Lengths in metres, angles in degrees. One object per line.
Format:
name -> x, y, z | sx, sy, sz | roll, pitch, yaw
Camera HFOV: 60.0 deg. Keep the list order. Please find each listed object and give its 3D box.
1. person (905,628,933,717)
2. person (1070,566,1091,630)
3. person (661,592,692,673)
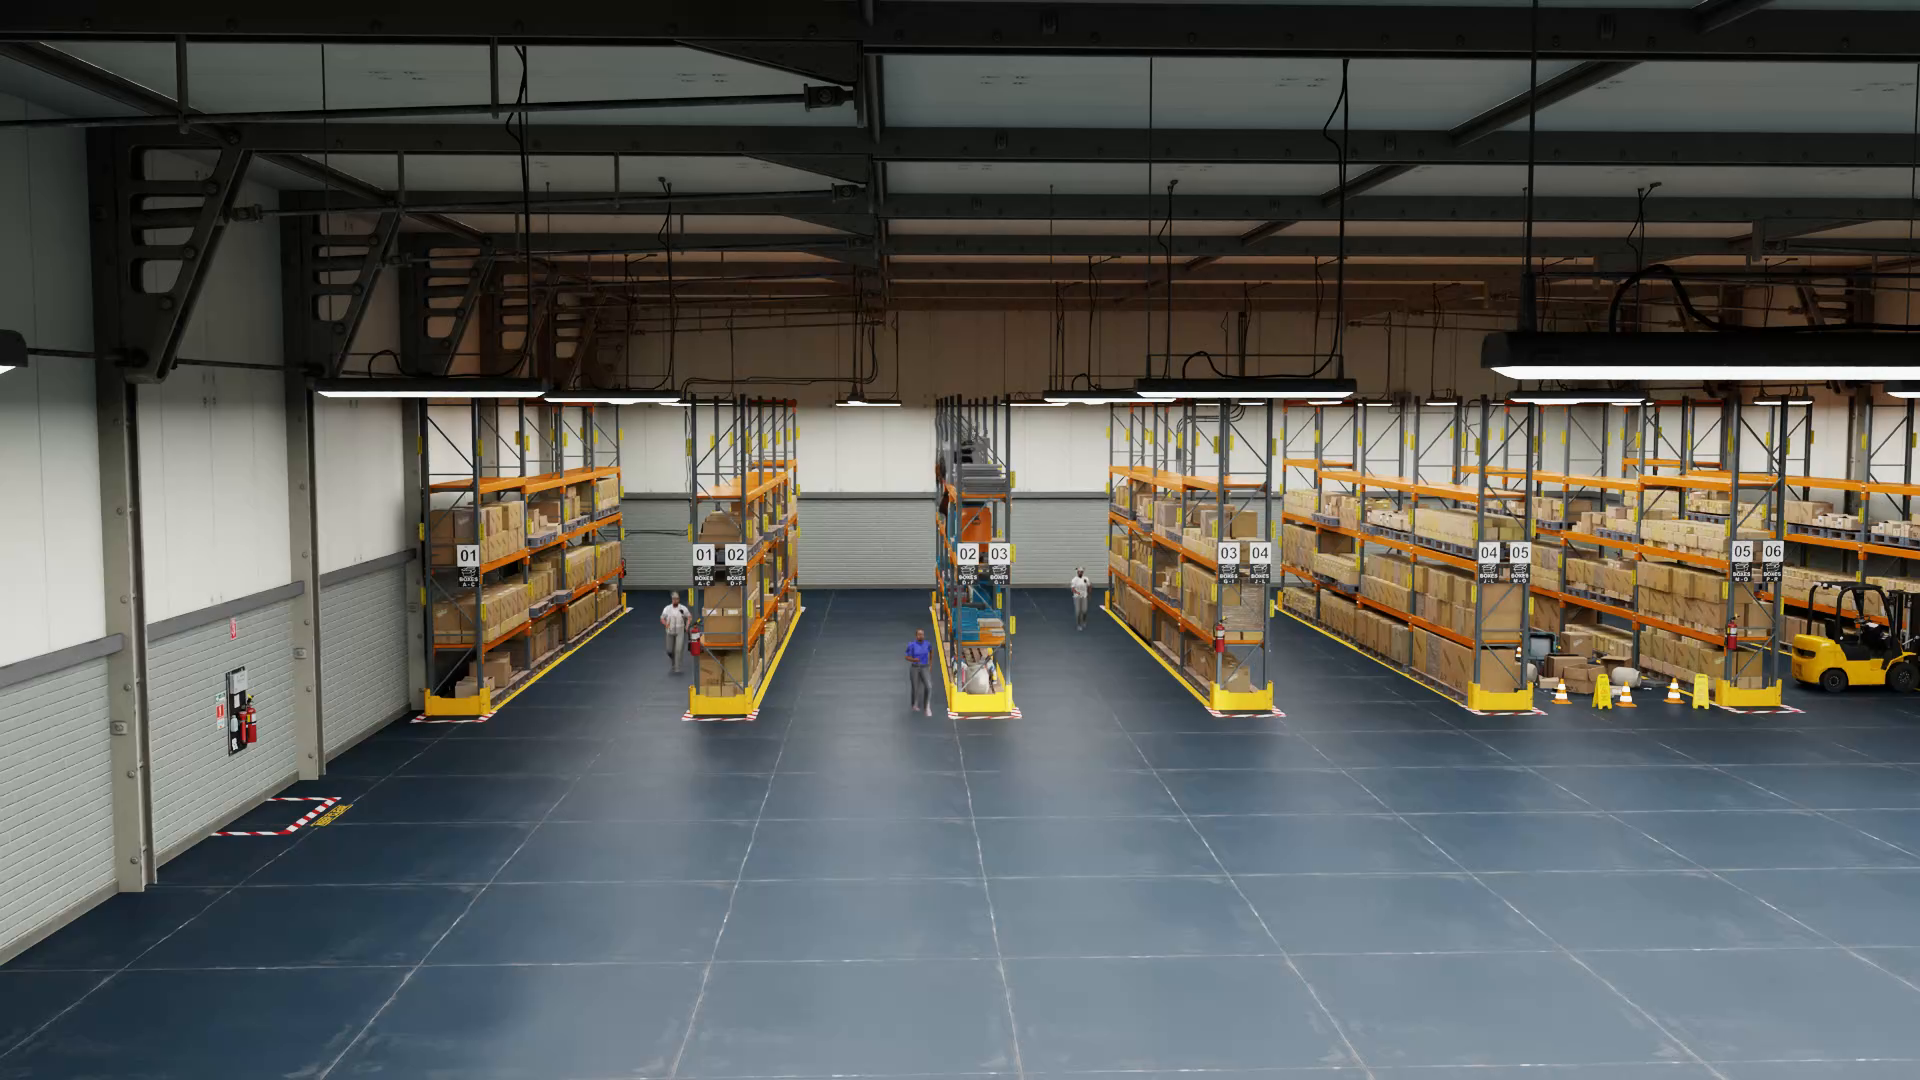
person -> -0.755, 2.470, 31.094 | 0.599, 1.673, 0.785 | -1, 5, -14
person -> 3.142, 1.505, 43.058 | 0.562, 1.661, 0.562 | 0, 4, 0
person -> -6.185, 1.997, 36.251 | 0.674, 1.740, 0.782 | 0, 5, -6
